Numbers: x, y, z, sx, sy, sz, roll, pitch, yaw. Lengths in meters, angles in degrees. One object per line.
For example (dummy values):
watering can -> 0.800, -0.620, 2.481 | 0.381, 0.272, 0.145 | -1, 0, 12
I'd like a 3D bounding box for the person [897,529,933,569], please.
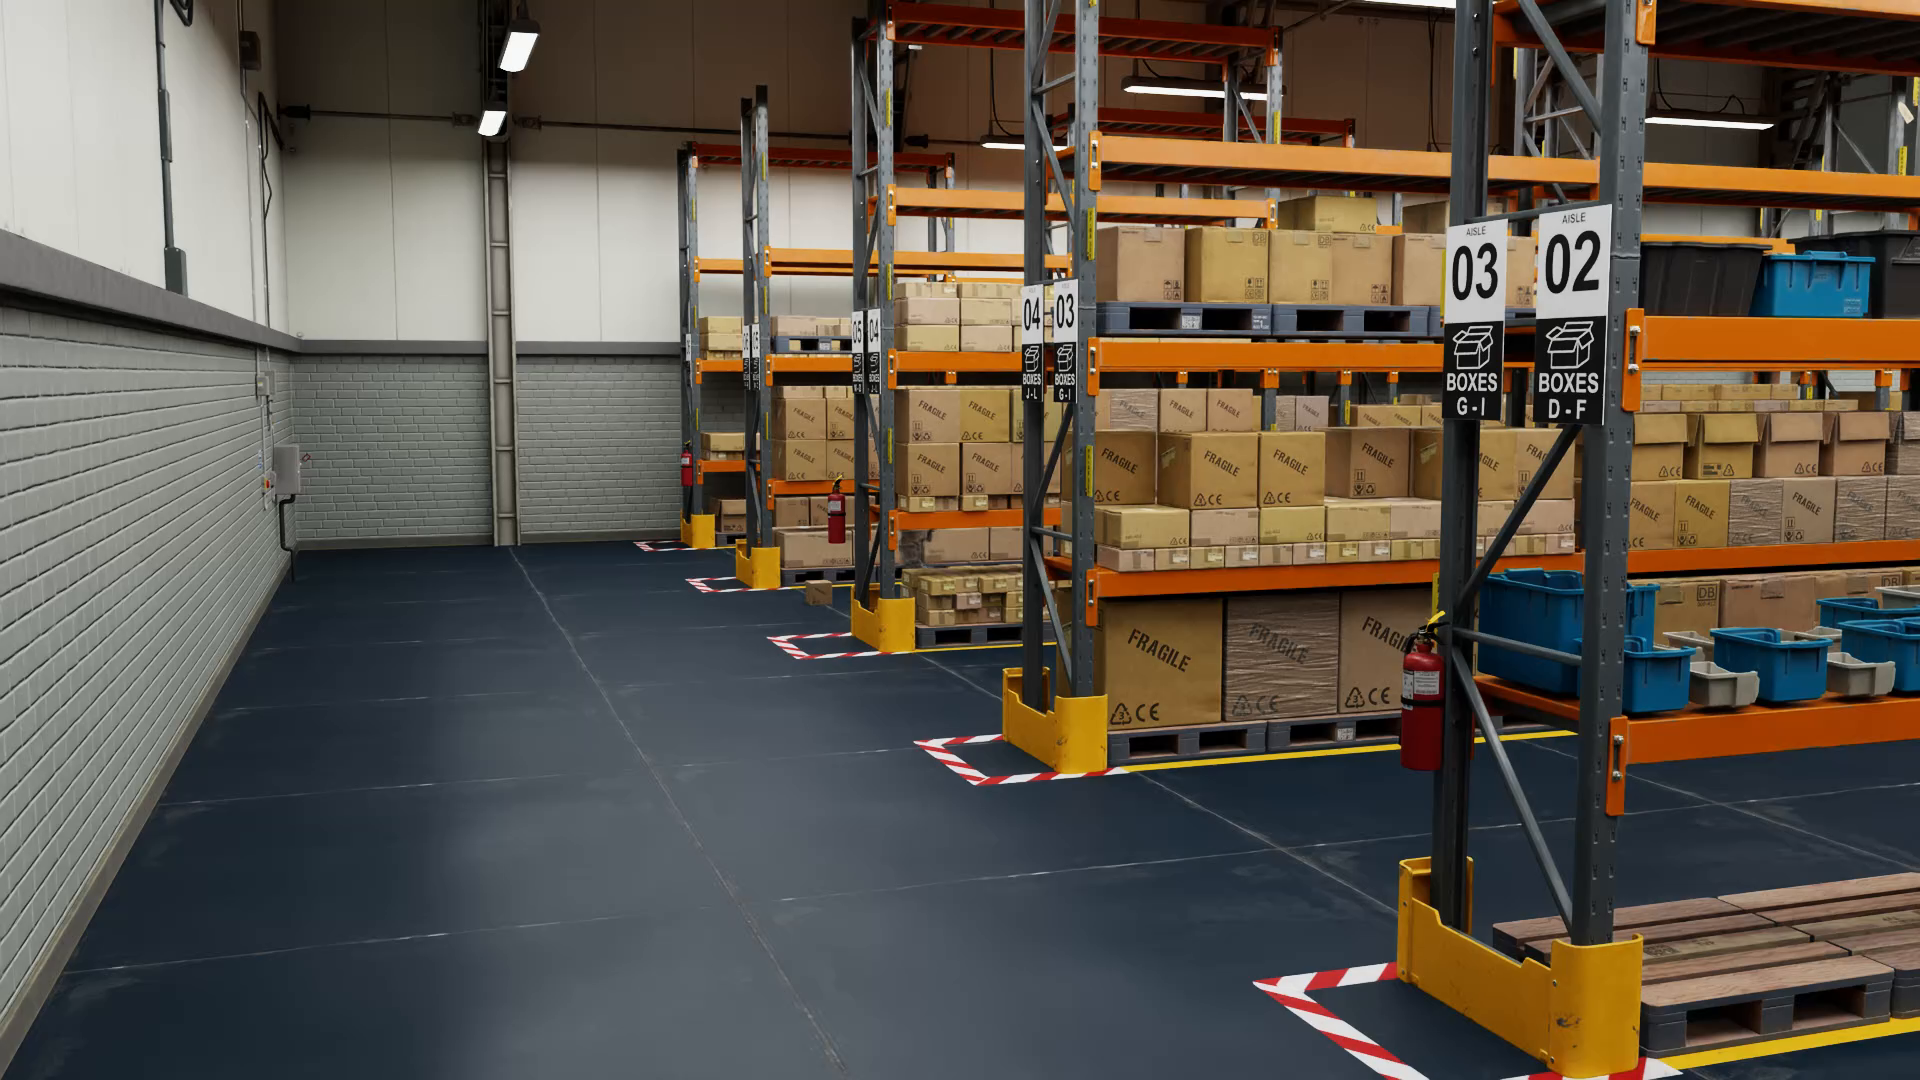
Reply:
person -> -0.509, -0.102, 18.033 | 0.506, 1.771, 0.592 | 2, 6, 23
